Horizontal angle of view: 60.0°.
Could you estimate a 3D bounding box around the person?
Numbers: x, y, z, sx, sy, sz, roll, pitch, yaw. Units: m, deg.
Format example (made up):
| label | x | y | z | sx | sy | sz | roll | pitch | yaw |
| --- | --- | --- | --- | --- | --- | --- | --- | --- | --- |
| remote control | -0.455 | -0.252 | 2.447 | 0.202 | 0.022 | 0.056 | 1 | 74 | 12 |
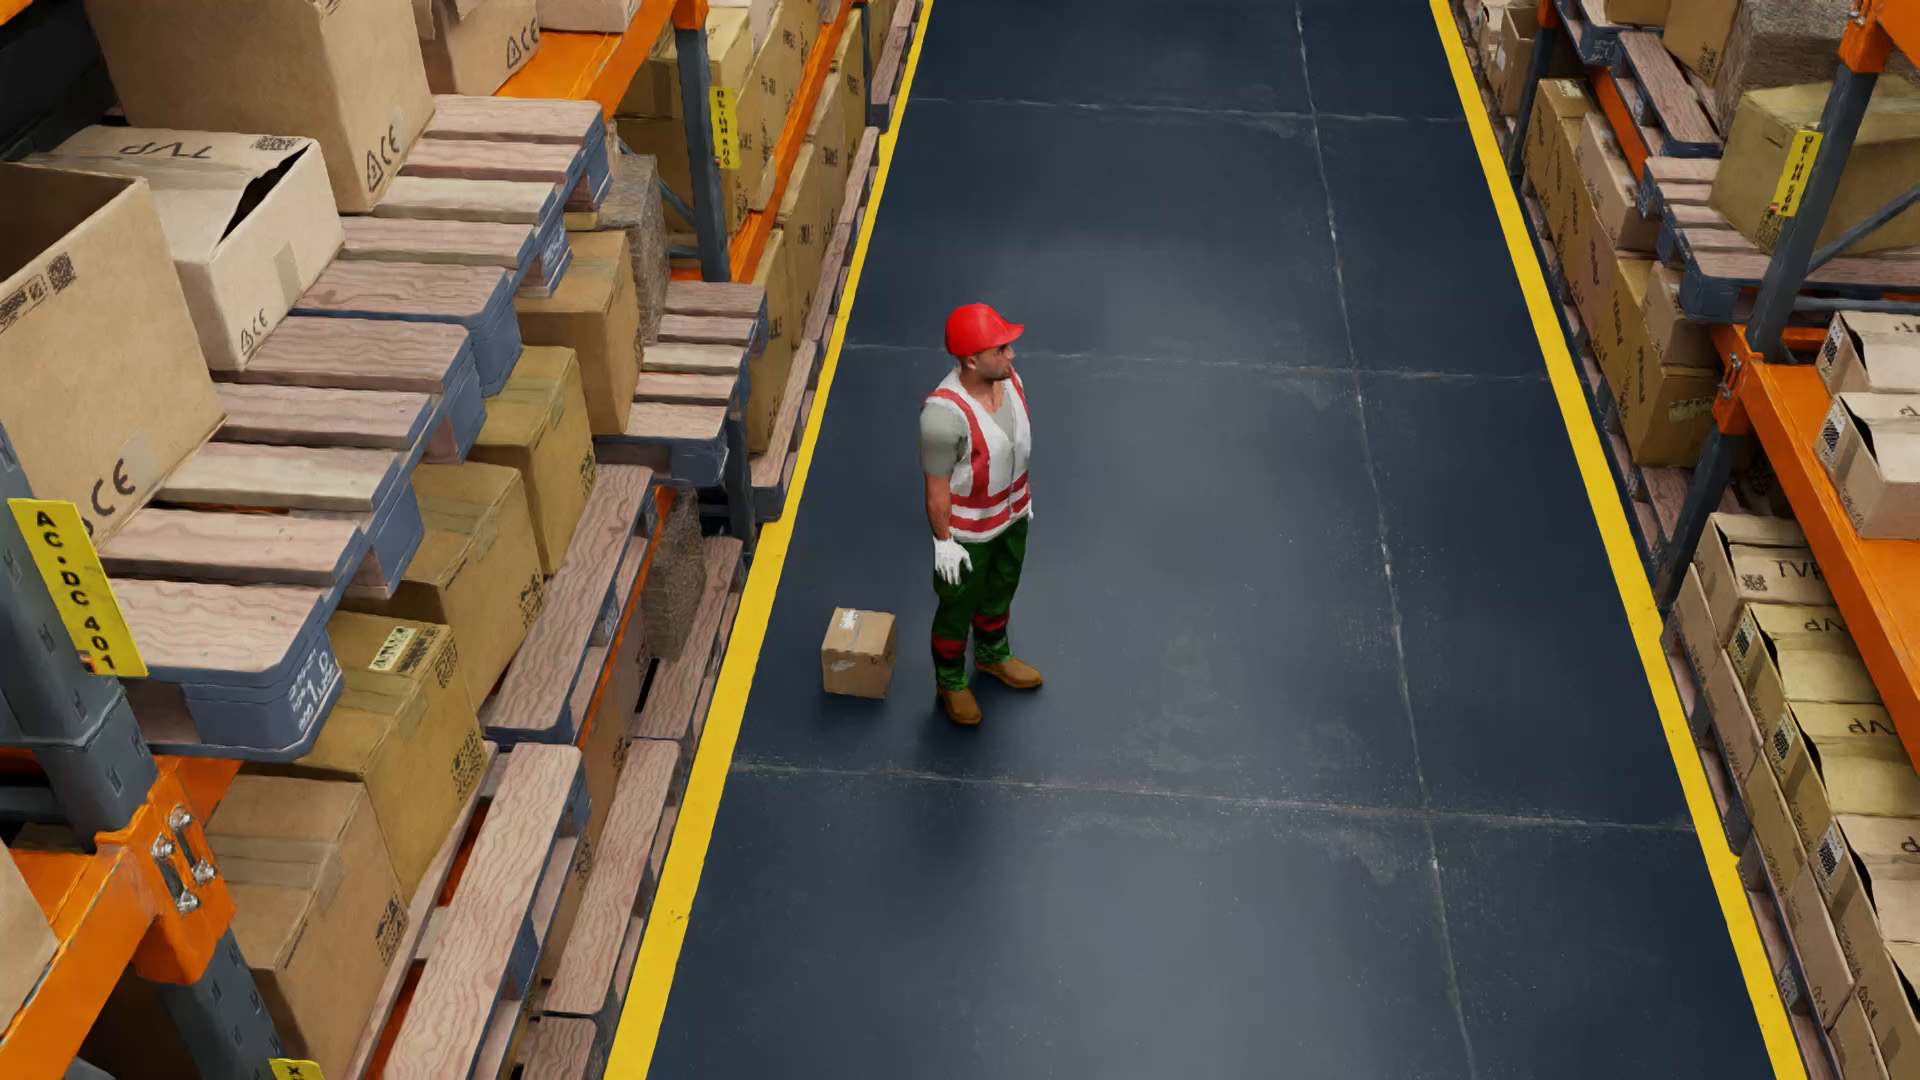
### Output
| label | x | y | z | sx | sy | sz | roll | pitch | yaw |
| --- | --- | --- | --- | --- | --- | --- | --- | --- | --- |
| person | 0.088 | -0.084 | 6.209 | 0.354 | 1.800 | 0.541 | 28 | 47 | 29 |
